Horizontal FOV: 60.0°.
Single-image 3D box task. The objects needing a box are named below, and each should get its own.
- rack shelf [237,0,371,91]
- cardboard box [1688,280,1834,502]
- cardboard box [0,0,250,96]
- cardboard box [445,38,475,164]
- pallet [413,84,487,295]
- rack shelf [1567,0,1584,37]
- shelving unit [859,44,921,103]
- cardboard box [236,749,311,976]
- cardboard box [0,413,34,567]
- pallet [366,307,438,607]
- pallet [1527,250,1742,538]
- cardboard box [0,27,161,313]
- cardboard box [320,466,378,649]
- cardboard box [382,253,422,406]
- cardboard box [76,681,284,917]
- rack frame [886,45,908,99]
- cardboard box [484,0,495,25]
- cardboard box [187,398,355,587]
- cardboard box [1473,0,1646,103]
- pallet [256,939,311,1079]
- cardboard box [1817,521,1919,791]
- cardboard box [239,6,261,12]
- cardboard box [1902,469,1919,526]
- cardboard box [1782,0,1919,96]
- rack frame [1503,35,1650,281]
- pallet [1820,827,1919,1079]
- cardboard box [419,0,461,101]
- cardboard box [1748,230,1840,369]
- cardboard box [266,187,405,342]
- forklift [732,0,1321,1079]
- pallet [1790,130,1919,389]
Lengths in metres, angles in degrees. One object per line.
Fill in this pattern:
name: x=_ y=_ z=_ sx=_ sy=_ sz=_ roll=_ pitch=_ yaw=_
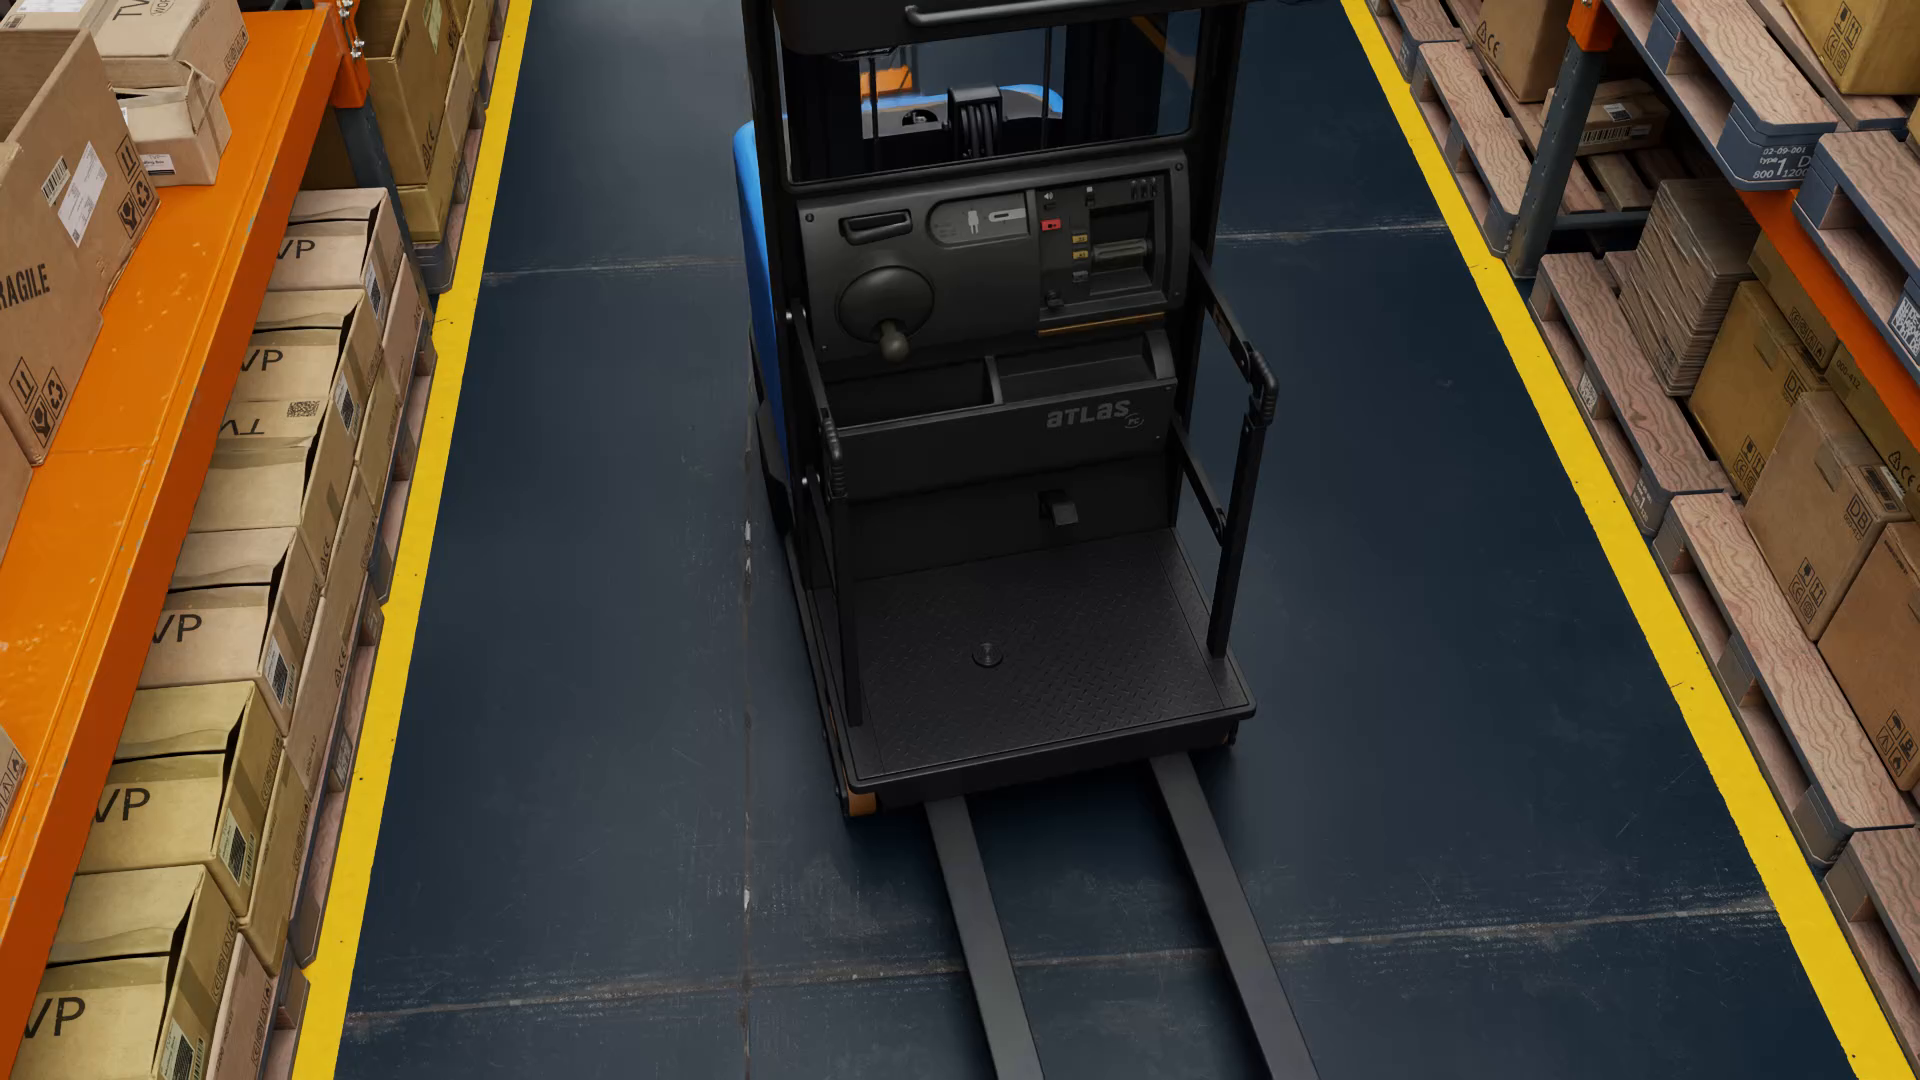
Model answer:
rack shelf: x=-2.559 y=-2.961 z=6.484 sx=1.077 sy=0.370 sz=4.000 roll=-3 pitch=47 yaw=-3
cardboard box: x=2.716 y=-0.455 z=5.033 sx=0.700 sy=0.500 sz=0.500 roll=-4 pitch=47 yaw=-4
cardboard box: x=-2.307 y=-1.356 z=4.572 sx=0.500 sy=0.250 sz=0.500 roll=-1 pitch=47 yaw=-1
cardboard box: x=-2.165 y=-1.676 z=6.376 sx=0.500 sy=0.250 sz=0.500 roll=-3 pitch=47 yaw=-3
pallet: x=-2.417 y=-1.381 z=6.412 sx=1.003 sy=0.211 sz=1.213 roll=-3 pitch=47 yaw=-3
rack shelf: x=2.377 y=-3.265 z=6.772 sx=1.077 sy=0.370 sz=4.000 roll=-3 pitch=47 yaw=-3
shelving unit: x=-0.257 y=-1.186 z=5.536 sx=0.258 sy=1.200 sz=0.189 roll=-10 pitch=38 yaw=-10
cardboard box: x=-1.901 y=0.797 z=4.033 sx=0.500 sy=0.250 sz=0.500 roll=-5 pitch=47 yaw=-4
cardboard box: x=-2.214 y=-0.115 z=3.224 sx=0.500 sy=0.500 sz=0.500 roll=-6 pitch=47 yaw=-5
pallet: x=-2.291 y=-0.272 z=5.362 sx=1.003 sy=0.211 sz=1.213 roll=-3 pitch=47 yaw=-3
pallet: x=2.611 y=-0.543 z=5.619 sx=1.003 sy=0.211 sz=1.213 roll=-3 pitch=47 yaw=-3
cardboard box: x=-2.300 y=-0.858 z=3.928 sx=0.500 sy=0.500 sz=0.500 roll=0 pitch=47 yaw=0
cardboard box: x=-1.984 y=0.058 z=4.734 sx=0.500 sy=0.250 sz=0.500 roll=-3 pitch=47 yaw=-2
cardboard box: x=-2.068 y=-0.678 z=5.431 sx=0.500 sy=0.250 sz=0.500 roll=-4 pitch=47 yaw=-4
cardboard box: x=-1.901 y=0.595 z=3.839 sx=0.500 sy=0.311 sz=0.500 roll=-5 pitch=47 yaw=-4
rack frame: x=-0.279 y=-1.239 z=5.607 sx=0.240 sy=1.200 sz=0.006 roll=-10 pitch=38 yaw=-10
cardboard box: x=-2.250 y=-2.400 z=7.062 sx=0.500 sy=0.250 sz=0.500 roll=-3 pitch=47 yaw=-3
cardboard box: x=-1.983 y=-0.140 z=4.535 sx=0.500 sy=0.311 sz=0.500 roll=-4 pitch=47 yaw=-3
cardboard box: x=2.417 y=-2.106 z=6.597 sx=0.500 sy=0.500 sz=0.500 roll=-7 pitch=47 yaw=-6
pallet: x=-2.087 y=1.493 z=3.690 sx=1.003 sy=0.211 sz=1.213 roll=-3 pitch=47 yaw=-3
cardboard box: x=2.770 y=0.282 z=4.336 sx=0.700 sy=0.500 sz=0.500 roll=-4 pitch=47 yaw=-4
cardboard box: x=-2.679 y=-1.903 z=6.074 sx=0.500 sy=0.500 sz=0.500 roll=-3 pitch=47 yaw=-3
cardboard box: x=2.733 y=-0.027 z=4.111 sx=0.500 sy=0.250 sz=0.500 roll=-4 pitch=47 yaw=-3
cardboard box: x=2.592 y=-1.476 z=4.210 sx=0.700 sy=0.500 sz=0.500 roll=1 pitch=47 yaw=1
rack frame: x=2.544 y=-2.065 z=5.140 sx=1.000 sy=3.000 sz=0.127 roll=-3 pitch=47 yaw=-3
pallet: x=2.815 y=1.222 z=3.947 sx=1.003 sy=0.211 sz=1.213 roll=-3 pitch=47 yaw=-3
cardboard box: x=-2.168 y=-1.934 z=6.104 sx=0.500 sy=0.500 sz=0.500 roll=-3 pitch=47 yaw=-3
cardboard box: x=2.663 y=-0.765 z=4.811 sx=0.500 sy=0.250 sz=0.500 roll=-4 pitch=47 yaw=-4
cardboard box: x=-2.072 y=-0.878 z=5.234 sx=0.500 sy=0.311 sz=0.500 roll=-3 pitch=47 yaw=-3
forklift: x=0.144 y=-0.567 z=3.768 sx=1.130 sy=2.935 sz=3.031 roll=-10 pitch=47 yaw=-9
pallet: x=2.672 y=-0.535 z=3.823 sx=1.003 sy=0.211 sz=1.213 roll=-3 pitch=47 yaw=-3
